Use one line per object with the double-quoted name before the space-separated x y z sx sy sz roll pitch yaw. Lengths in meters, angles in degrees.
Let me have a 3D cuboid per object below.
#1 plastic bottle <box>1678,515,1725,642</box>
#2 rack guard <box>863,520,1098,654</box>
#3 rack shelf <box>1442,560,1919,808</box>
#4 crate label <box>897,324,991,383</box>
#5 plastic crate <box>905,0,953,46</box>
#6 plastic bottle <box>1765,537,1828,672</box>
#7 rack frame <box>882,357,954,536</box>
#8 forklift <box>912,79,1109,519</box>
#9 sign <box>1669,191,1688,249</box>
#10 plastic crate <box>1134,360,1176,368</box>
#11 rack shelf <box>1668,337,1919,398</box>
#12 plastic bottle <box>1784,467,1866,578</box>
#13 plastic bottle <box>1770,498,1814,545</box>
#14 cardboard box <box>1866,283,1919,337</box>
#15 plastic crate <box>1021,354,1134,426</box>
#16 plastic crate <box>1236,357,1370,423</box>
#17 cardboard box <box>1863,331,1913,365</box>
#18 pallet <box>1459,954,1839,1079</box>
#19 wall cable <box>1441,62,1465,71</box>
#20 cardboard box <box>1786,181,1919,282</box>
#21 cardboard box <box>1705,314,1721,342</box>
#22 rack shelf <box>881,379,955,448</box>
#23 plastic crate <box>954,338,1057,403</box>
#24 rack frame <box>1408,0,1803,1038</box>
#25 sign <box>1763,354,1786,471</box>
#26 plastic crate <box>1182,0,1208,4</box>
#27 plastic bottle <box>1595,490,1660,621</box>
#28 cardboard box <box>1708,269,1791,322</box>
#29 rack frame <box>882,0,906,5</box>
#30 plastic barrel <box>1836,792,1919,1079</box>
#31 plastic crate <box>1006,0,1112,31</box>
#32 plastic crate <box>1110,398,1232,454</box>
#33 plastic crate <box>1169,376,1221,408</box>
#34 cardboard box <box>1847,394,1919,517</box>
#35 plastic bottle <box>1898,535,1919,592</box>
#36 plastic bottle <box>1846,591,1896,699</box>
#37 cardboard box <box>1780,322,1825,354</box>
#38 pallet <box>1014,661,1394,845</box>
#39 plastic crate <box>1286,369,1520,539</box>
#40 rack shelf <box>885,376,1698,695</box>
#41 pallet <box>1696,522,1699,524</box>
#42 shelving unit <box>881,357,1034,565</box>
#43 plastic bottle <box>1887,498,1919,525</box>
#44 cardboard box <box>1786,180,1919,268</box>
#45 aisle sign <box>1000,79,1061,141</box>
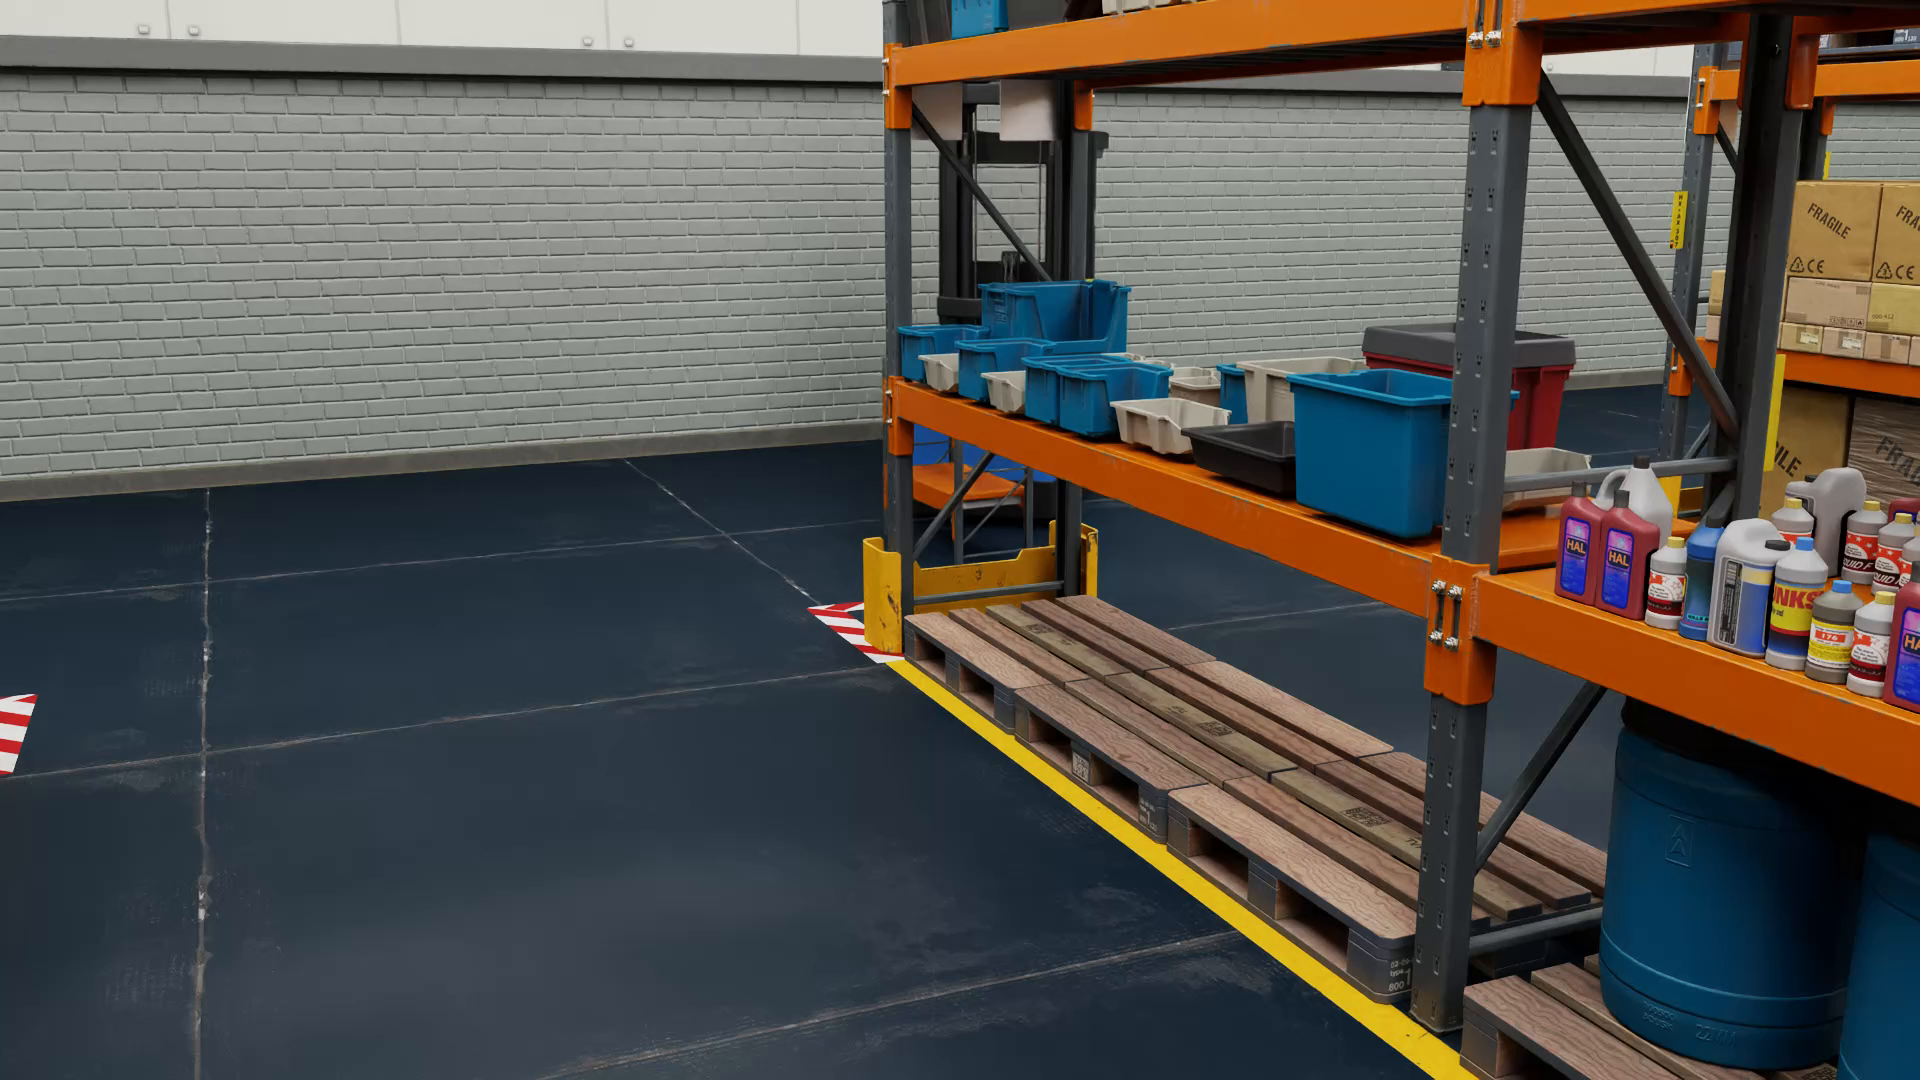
"plastic bottle" 1.644 0.081 3.654 0.097 0.271 0.097 0 13 0
"rack guard" 0.109 0.221 8.304 1.175 0.500 0.348 -6 14 -23
"rack shelf" 2.534 0.598 2.731 1.077 0.370 4.000 -6 14 -23
"crate label" -0.072 -0.860 7.669 0.416 0.233 0.303 -6 14 -23
"plastic crate" 0.029 -2.286 7.230 0.497 0.269 0.590 -6 14 -23
"plastic bottle" 1.737 0.129 3.447 0.097 0.271 0.097 0 13 0
"rack frame" -0.251 -0.601 10.471 0.500 1.125 0.032 -6 14 -25
"forklift" 0.445 -1.846 11.845 1.130 2.935 3.031 3 13 12
"sign" 4.158 -1.851 9.621 0.100 0.325 0.005 -6 14 -23
"plastic crate" 0.726 -0.680 7.107 0.396 0.136 0.243 -6 14 -23
"rack shelf" 5.470 -0.676 8.235 1.077 0.370 4.000 -6 14 -23
"plastic bottle" 2.187 -0.054 4.224 0.152 0.276 0.135 -6 14 -23
"plastic bottle" 2.080 -0.002 4.167 0.097 0.201 0.097 0 13 0
"cardboard box" 5.026 -1.177 8.477 0.500 0.250 0.500 -6 14 -25
"plastic crate" 0.455 -0.587 6.494 0.416 0.233 0.300 -6 14 -23
"plastic crate" 1.290 -0.470 5.877 0.437 0.282 0.530 -6 14 -23
"cardboard box" 4.922 -1.002 8.605 0.380 0.149 0.250 -6 14 -24
"pallet" 2.004 1.356 4.045 1.003 0.211 1.213 -6 14 -23
"wall cable" 5.562 -7.410 15.293 2.277 5.999 0.120 -6 14 -23
"cardboard box" 4.814 -1.650 8.858 0.500 0.500 0.500 -6 14 -24
"cardboard box" 4.508 -1.214 9.522 0.380 0.149 0.250 -5 14 -22
"rack shelf" -0.027 -0.783 9.960 0.538 0.278 1.000 -6 14 -25
"plastic crate" 0.191 -0.723 7.082 0.416 0.233 0.300 -6 14 -23
"rack frame" 1.733 -0.166 4.435 1.000 3.000 0.127 -6 14 -23
"sign" 2.237 -0.350 4.617 0.100 0.325 0.005 -6 14 -23
"plastic crate" 0.874 -1.727 5.114 0.293 0.136 0.466 -6 14 -23
"plastic bottle" 1.542 0.033 3.836 0.061 0.283 0.133 -6 14 -23
"cardboard box" 4.613 -1.388 9.389 0.500 0.250 0.500 -6 14 -24
"rack frame" 0.130 -3.915 7.330 1.000 3.000 0.127 -6 14 -23
"plastic barrel" 2.219 0.912 3.500 0.600 0.901 0.708 -6 14 -23
"plastic crate" 0.490 -2.083 6.204 0.504 0.338 0.767 -6 14 -23
"plastic crate" 0.760 -0.400 5.896 0.293 0.136 0.466 -6 14 -23
"plastic crate" 0.995 -0.565 6.611 0.298 0.136 0.250 -6 14 -23
"cardboard box" 5.363 -0.296 8.779 0.875 0.875 0.875 -6 14 -23
"plastic bottle" 2.226 0.073 3.841 0.097 0.201 0.097 0 13 0
"plastic bottle" 1.815 0.203 3.281 0.097 0.201 0.097 0 13 0
"cardboard box" 4.715 -1.109 9.065 0.380 0.149 0.250 -6 14 -24
"pallet" 0.910 0.792 6.482 1.003 0.211 1.213 -6 14 -23
"plastic crate" 1.233 -0.253 4.714 0.392 0.384 0.575 -6 14 -23
"rack shelf" 0.932 -0.229 6.302 1.077 0.370 4.000 -6 14 -23
"pallet" 5.061 0.077 9.570 1.003 0.211 1.213 -6 14 -23
"shelving unit" -0.027 -0.498 10.026 0.538 1.125 1.048 -6 14 -25
"plastic bottle" 2.321 -0.013 4.034 0.061 0.283 0.133 -6 14 -23
"cardboard box" 5.105 -1.800 9.506 0.500 0.500 0.500 -5 14 -22
"aisle sign" 0.370 -2.300 7.892 0.394 0.787 0.004 -6 14 -23
